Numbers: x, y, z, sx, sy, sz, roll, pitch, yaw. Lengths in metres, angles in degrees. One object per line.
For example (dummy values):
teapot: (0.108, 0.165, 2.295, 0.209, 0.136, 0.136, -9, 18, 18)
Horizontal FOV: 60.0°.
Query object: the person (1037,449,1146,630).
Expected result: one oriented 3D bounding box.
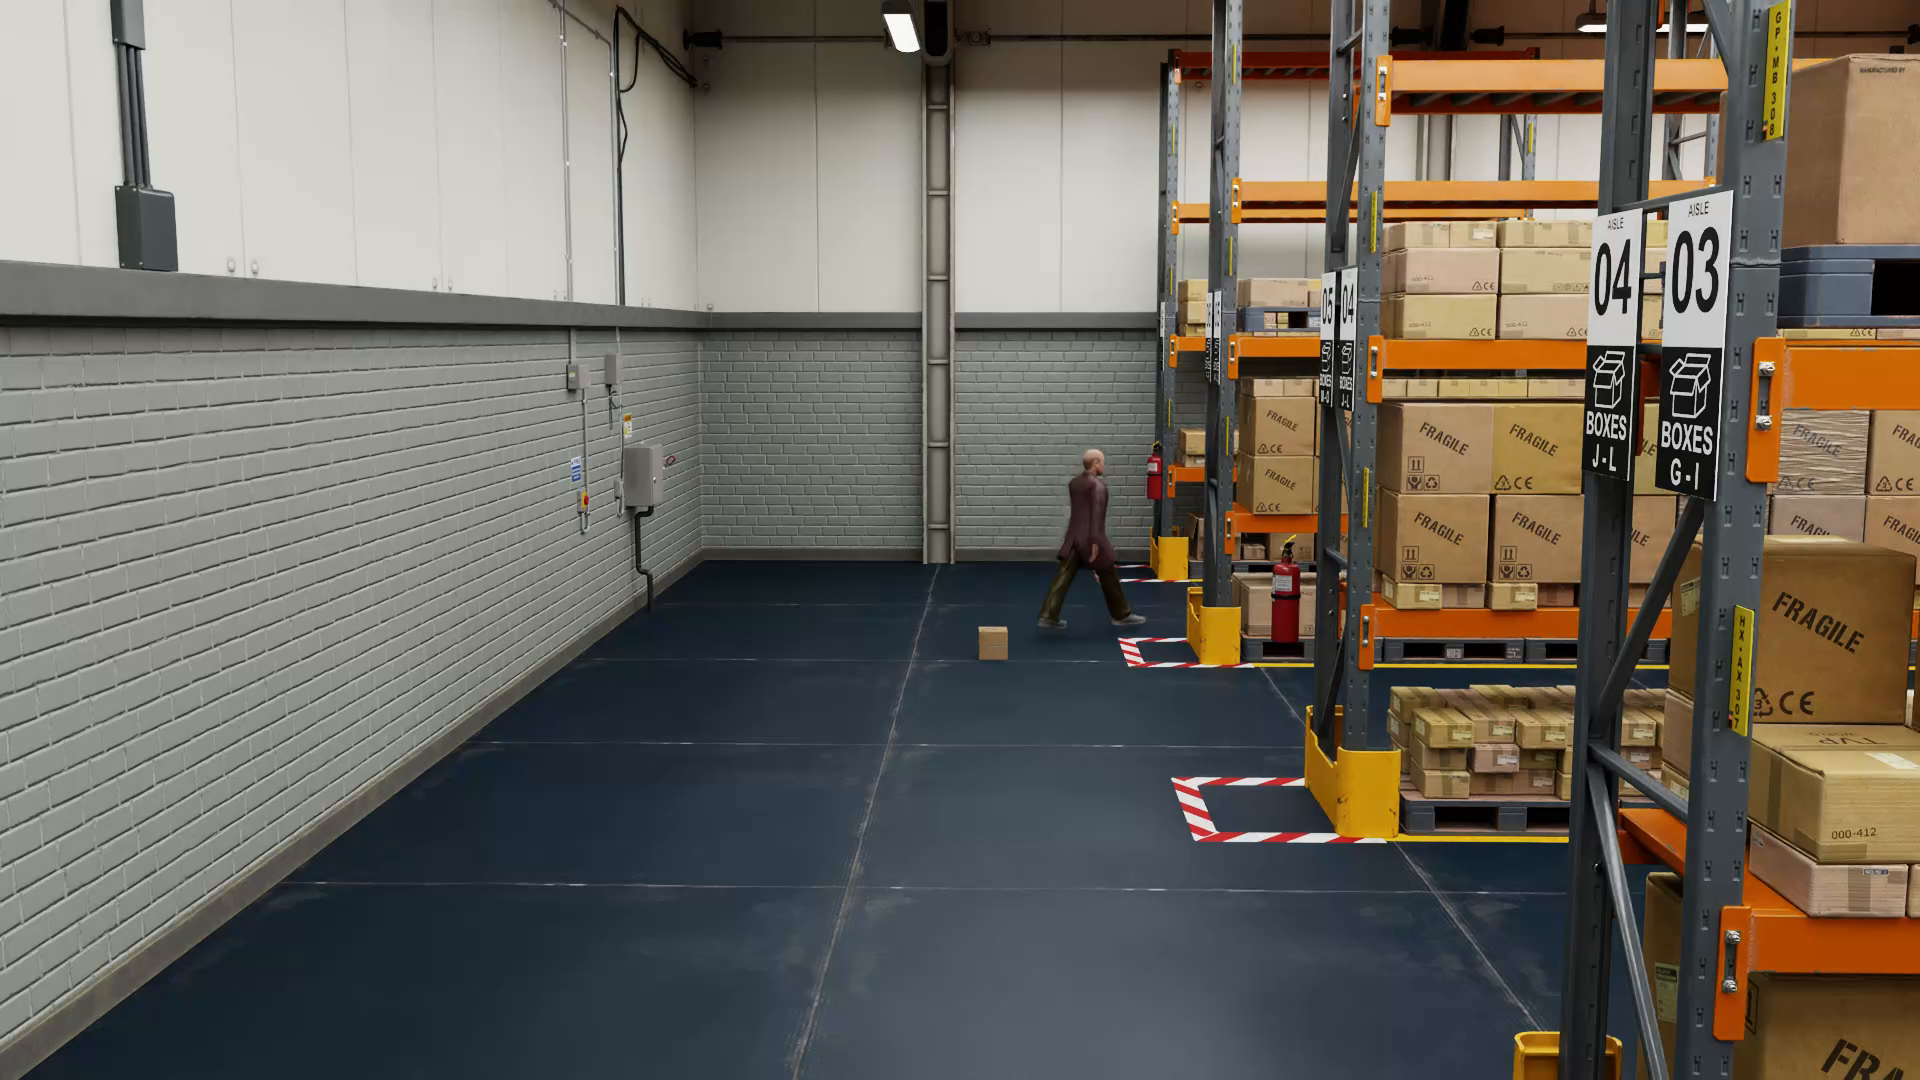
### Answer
person: (1.238, -0.012, 15.806, 1.175, 1.703, 0.590, -5, 9, -37)
